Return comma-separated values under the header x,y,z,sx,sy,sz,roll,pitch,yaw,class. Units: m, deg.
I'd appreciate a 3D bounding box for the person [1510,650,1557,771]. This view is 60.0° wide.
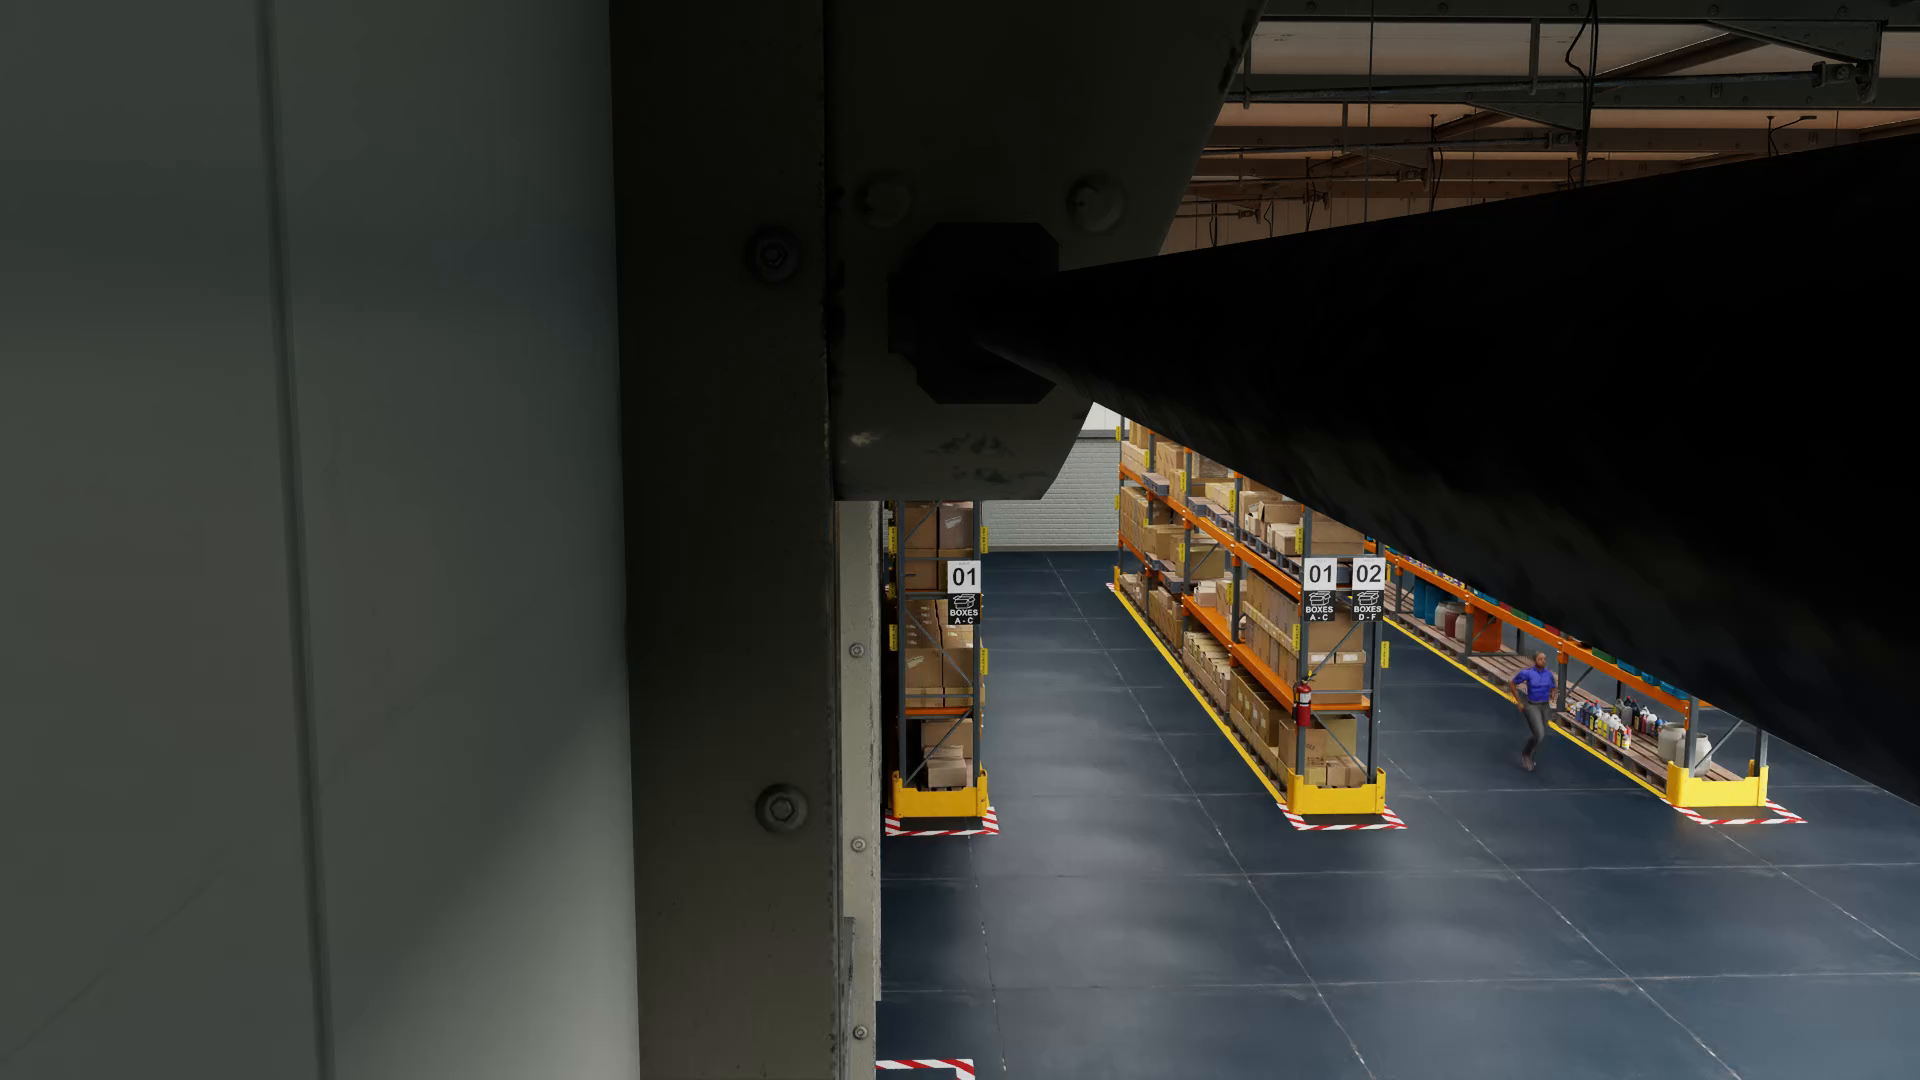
x,y,z,sx,sy,sz,roll,pitch,yaw,class
7.775,2.306,22.388,0.545,1.644,0.657,-2,9,-16,person
